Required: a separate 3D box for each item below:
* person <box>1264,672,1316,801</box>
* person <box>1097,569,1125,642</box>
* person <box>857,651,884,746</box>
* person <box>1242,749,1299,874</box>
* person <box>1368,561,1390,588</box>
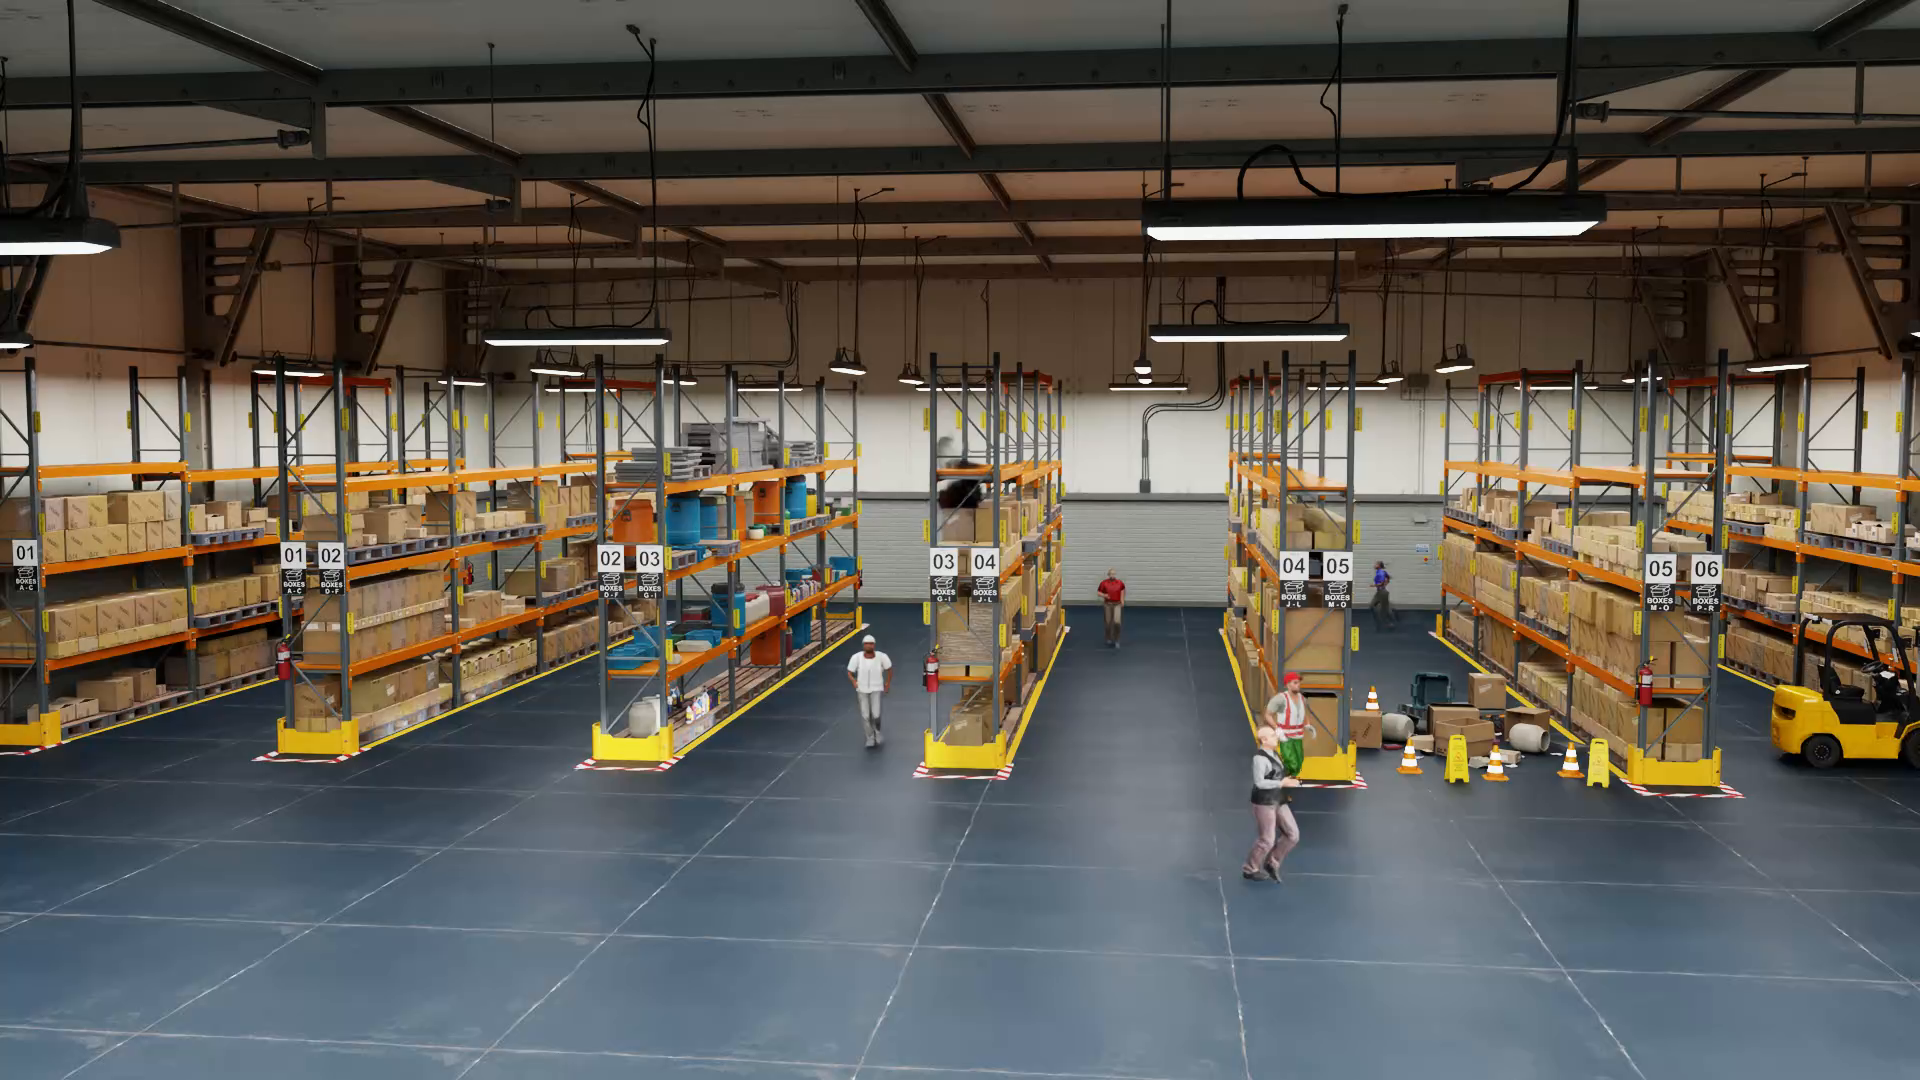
[{"bbox_3d":[4.351,2.598,21.918,0.654,1.733,0.579,-3,5,-33],"label":"person"},{"bbox_3d":[3.377,1.445,37.056,0.645,1.600,0.765,0,4,2],"label":"person"},{"bbox_3d":[-1.394,2.448,25.664,0.434,1.459,0.393,0,4,3],"label":"person"},{"bbox_3d":[3.344,2.939,17.969,0.591,1.388,0.444,3,5,35],"label":"person"},{"bbox_3d":[10.154,0.908,40.212,0.551,0.794,0.590,1,4,7],"label":"person"}]
